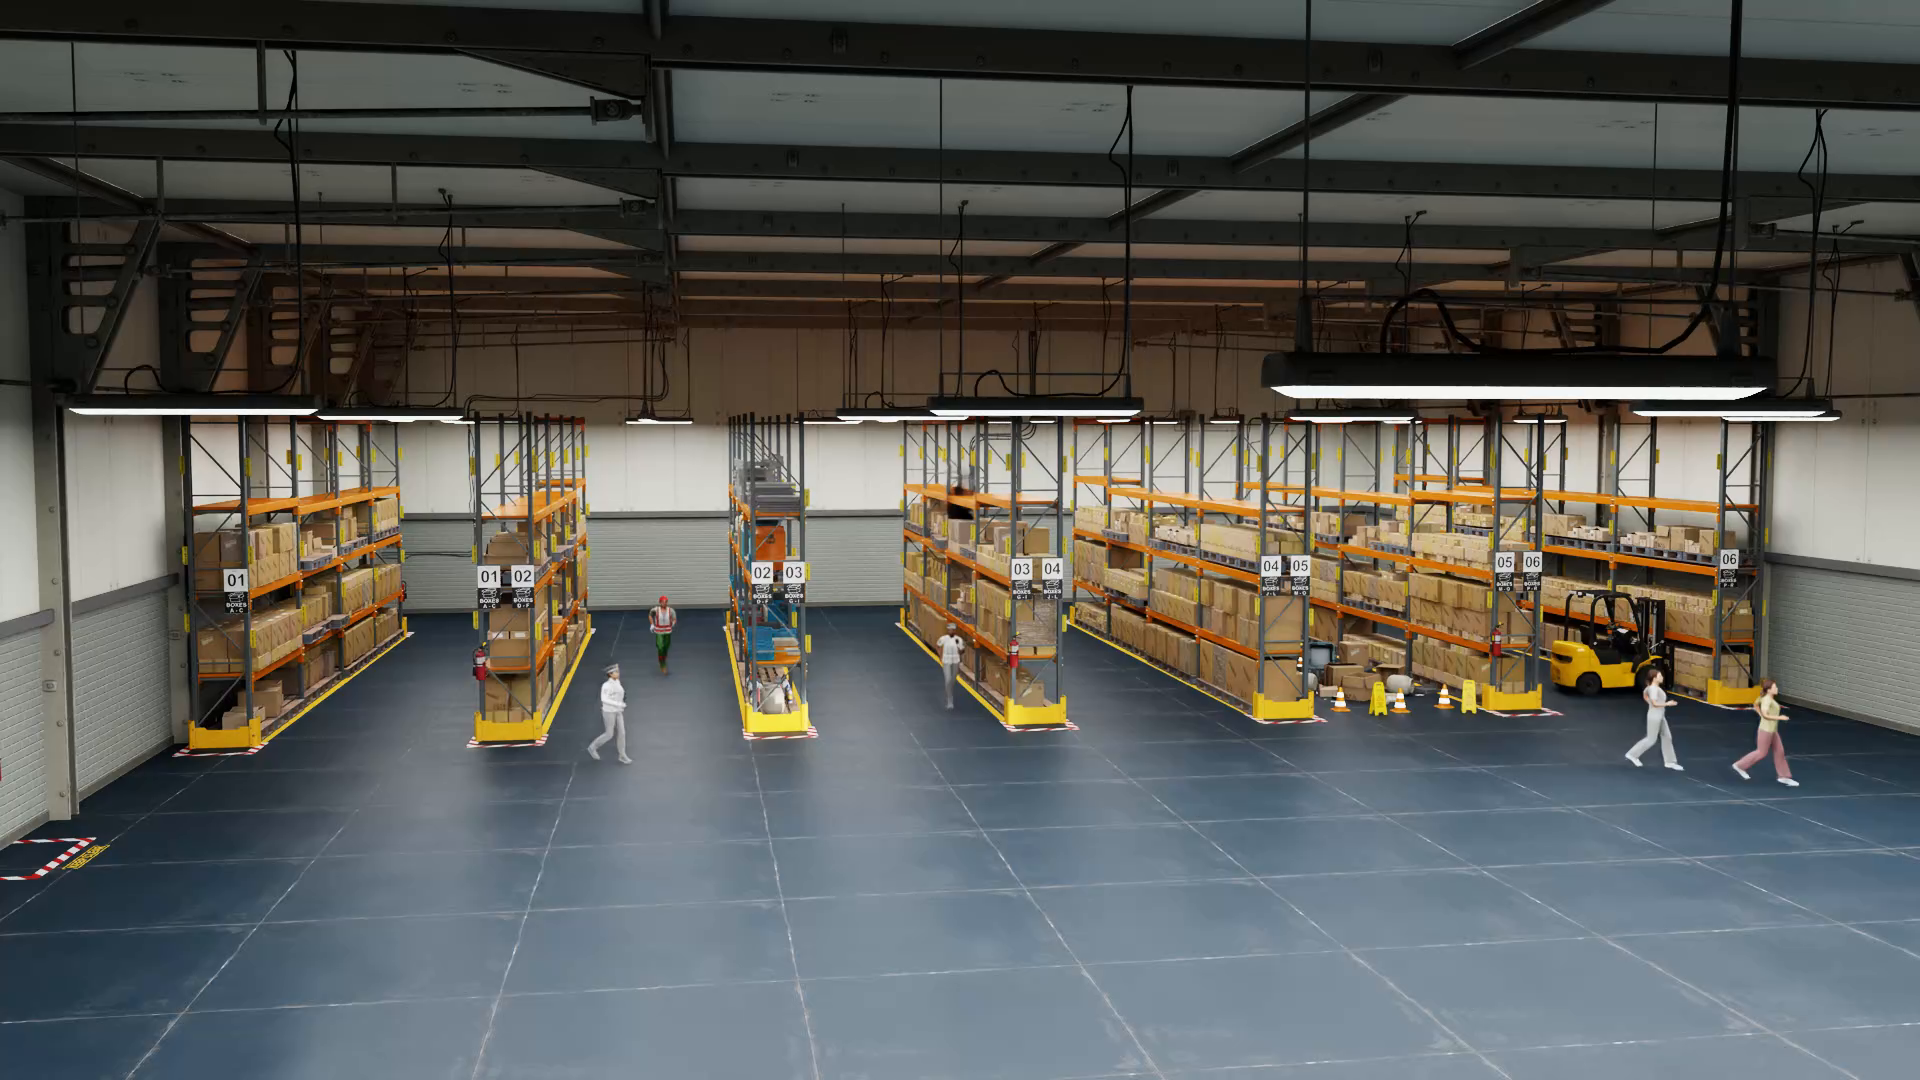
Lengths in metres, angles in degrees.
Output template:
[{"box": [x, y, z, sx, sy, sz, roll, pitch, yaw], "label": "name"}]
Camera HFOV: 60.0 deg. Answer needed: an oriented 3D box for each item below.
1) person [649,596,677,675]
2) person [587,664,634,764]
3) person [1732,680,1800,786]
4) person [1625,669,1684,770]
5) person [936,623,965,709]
[{"box": [-6.935, 2.185, 38.864, 0.597, 1.805, 0.967, -2, 4, -23], "label": "person"}, {"box": [-5.950, 2.953, 28.346, 0.814, 1.713, 0.638, 1, 4, 17], "label": "person"}, {"box": [12.872, 3.062, 26.525, 0.970, 1.671, 0.580, 3, 5, 34], "label": "person"}, {"box": [11.572, 2.973, 27.654, 0.908, 1.664, 0.570, 2, 4, 28], "label": "person"}, {"box": [-0.180, 2.553, 34.134, 0.569, 1.741, 0.860, -1, 4, -14], "label": "person"}]
